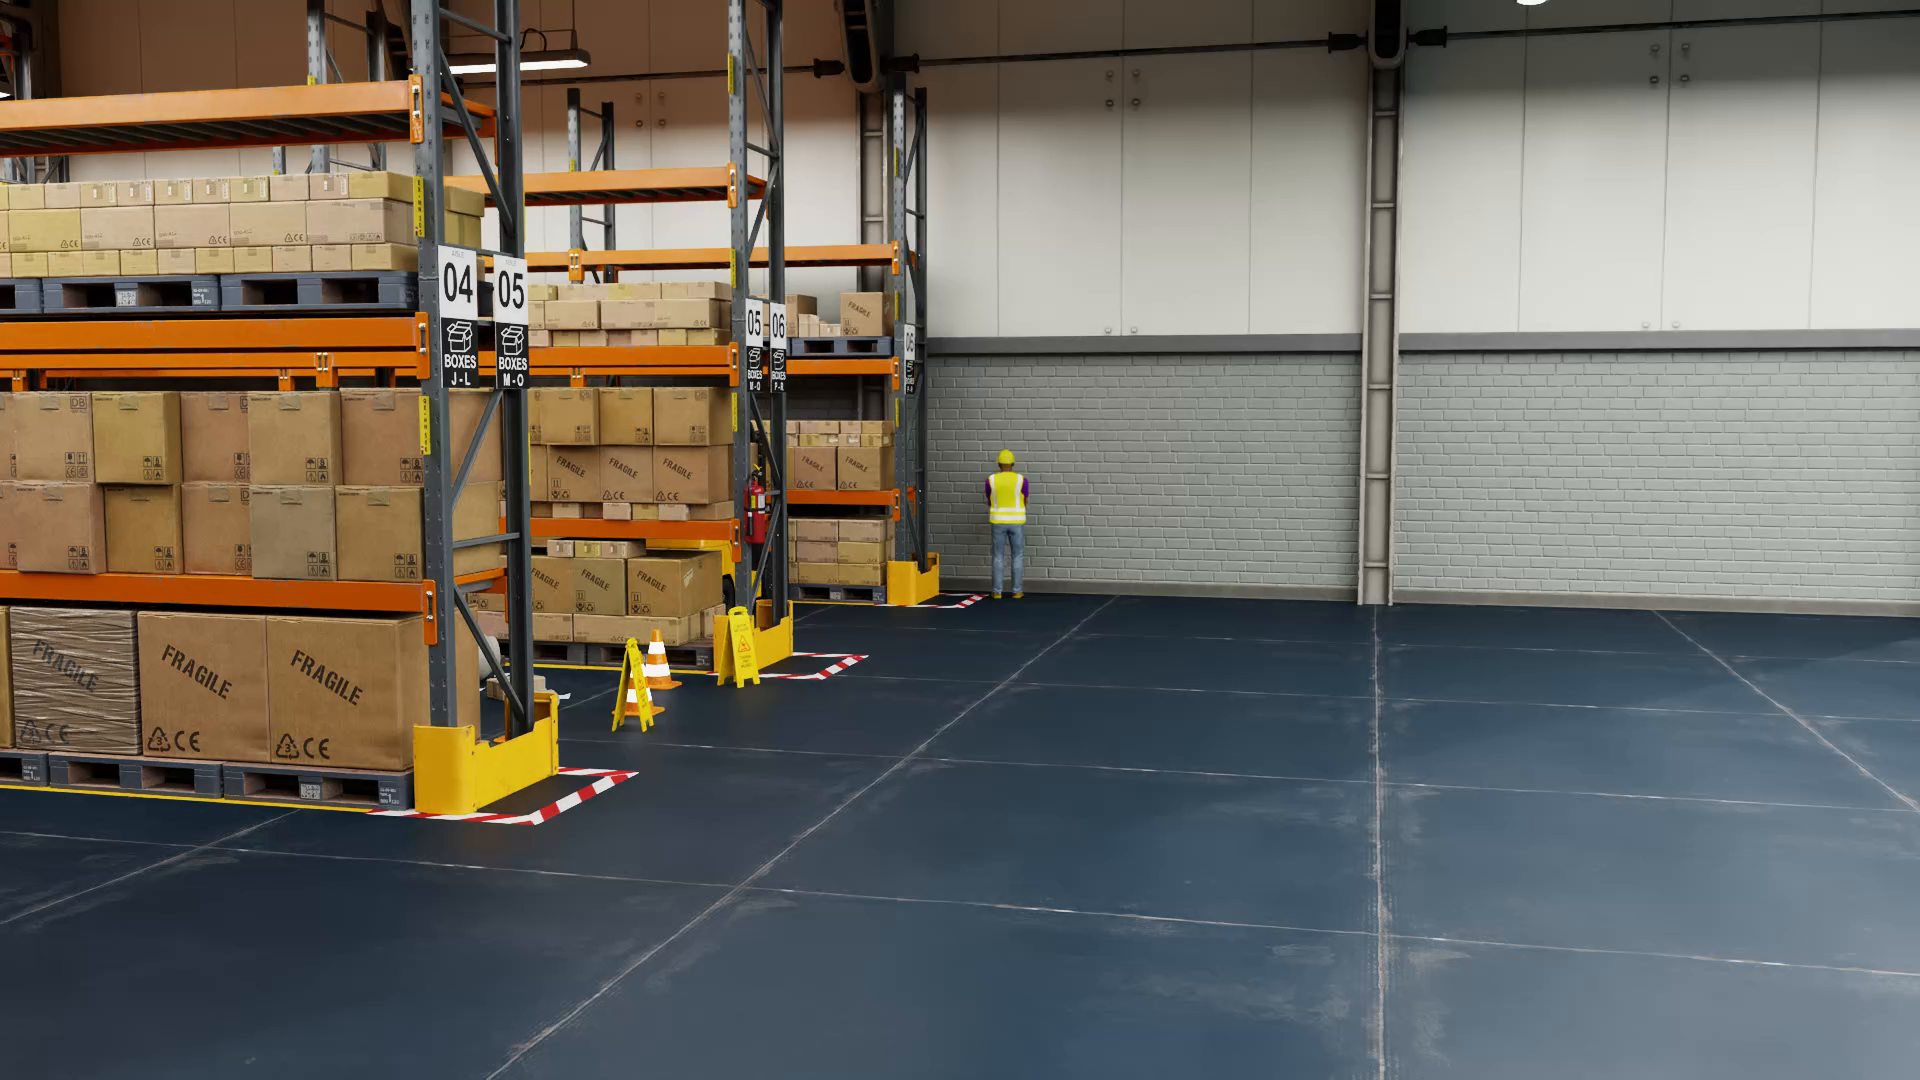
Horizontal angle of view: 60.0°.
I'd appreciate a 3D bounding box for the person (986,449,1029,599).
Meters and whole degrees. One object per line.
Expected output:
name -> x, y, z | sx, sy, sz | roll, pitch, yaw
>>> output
person -> 0.565, -0.199, 19.754 | 0.510, 1.767, 0.575 | 0, 5, 5
